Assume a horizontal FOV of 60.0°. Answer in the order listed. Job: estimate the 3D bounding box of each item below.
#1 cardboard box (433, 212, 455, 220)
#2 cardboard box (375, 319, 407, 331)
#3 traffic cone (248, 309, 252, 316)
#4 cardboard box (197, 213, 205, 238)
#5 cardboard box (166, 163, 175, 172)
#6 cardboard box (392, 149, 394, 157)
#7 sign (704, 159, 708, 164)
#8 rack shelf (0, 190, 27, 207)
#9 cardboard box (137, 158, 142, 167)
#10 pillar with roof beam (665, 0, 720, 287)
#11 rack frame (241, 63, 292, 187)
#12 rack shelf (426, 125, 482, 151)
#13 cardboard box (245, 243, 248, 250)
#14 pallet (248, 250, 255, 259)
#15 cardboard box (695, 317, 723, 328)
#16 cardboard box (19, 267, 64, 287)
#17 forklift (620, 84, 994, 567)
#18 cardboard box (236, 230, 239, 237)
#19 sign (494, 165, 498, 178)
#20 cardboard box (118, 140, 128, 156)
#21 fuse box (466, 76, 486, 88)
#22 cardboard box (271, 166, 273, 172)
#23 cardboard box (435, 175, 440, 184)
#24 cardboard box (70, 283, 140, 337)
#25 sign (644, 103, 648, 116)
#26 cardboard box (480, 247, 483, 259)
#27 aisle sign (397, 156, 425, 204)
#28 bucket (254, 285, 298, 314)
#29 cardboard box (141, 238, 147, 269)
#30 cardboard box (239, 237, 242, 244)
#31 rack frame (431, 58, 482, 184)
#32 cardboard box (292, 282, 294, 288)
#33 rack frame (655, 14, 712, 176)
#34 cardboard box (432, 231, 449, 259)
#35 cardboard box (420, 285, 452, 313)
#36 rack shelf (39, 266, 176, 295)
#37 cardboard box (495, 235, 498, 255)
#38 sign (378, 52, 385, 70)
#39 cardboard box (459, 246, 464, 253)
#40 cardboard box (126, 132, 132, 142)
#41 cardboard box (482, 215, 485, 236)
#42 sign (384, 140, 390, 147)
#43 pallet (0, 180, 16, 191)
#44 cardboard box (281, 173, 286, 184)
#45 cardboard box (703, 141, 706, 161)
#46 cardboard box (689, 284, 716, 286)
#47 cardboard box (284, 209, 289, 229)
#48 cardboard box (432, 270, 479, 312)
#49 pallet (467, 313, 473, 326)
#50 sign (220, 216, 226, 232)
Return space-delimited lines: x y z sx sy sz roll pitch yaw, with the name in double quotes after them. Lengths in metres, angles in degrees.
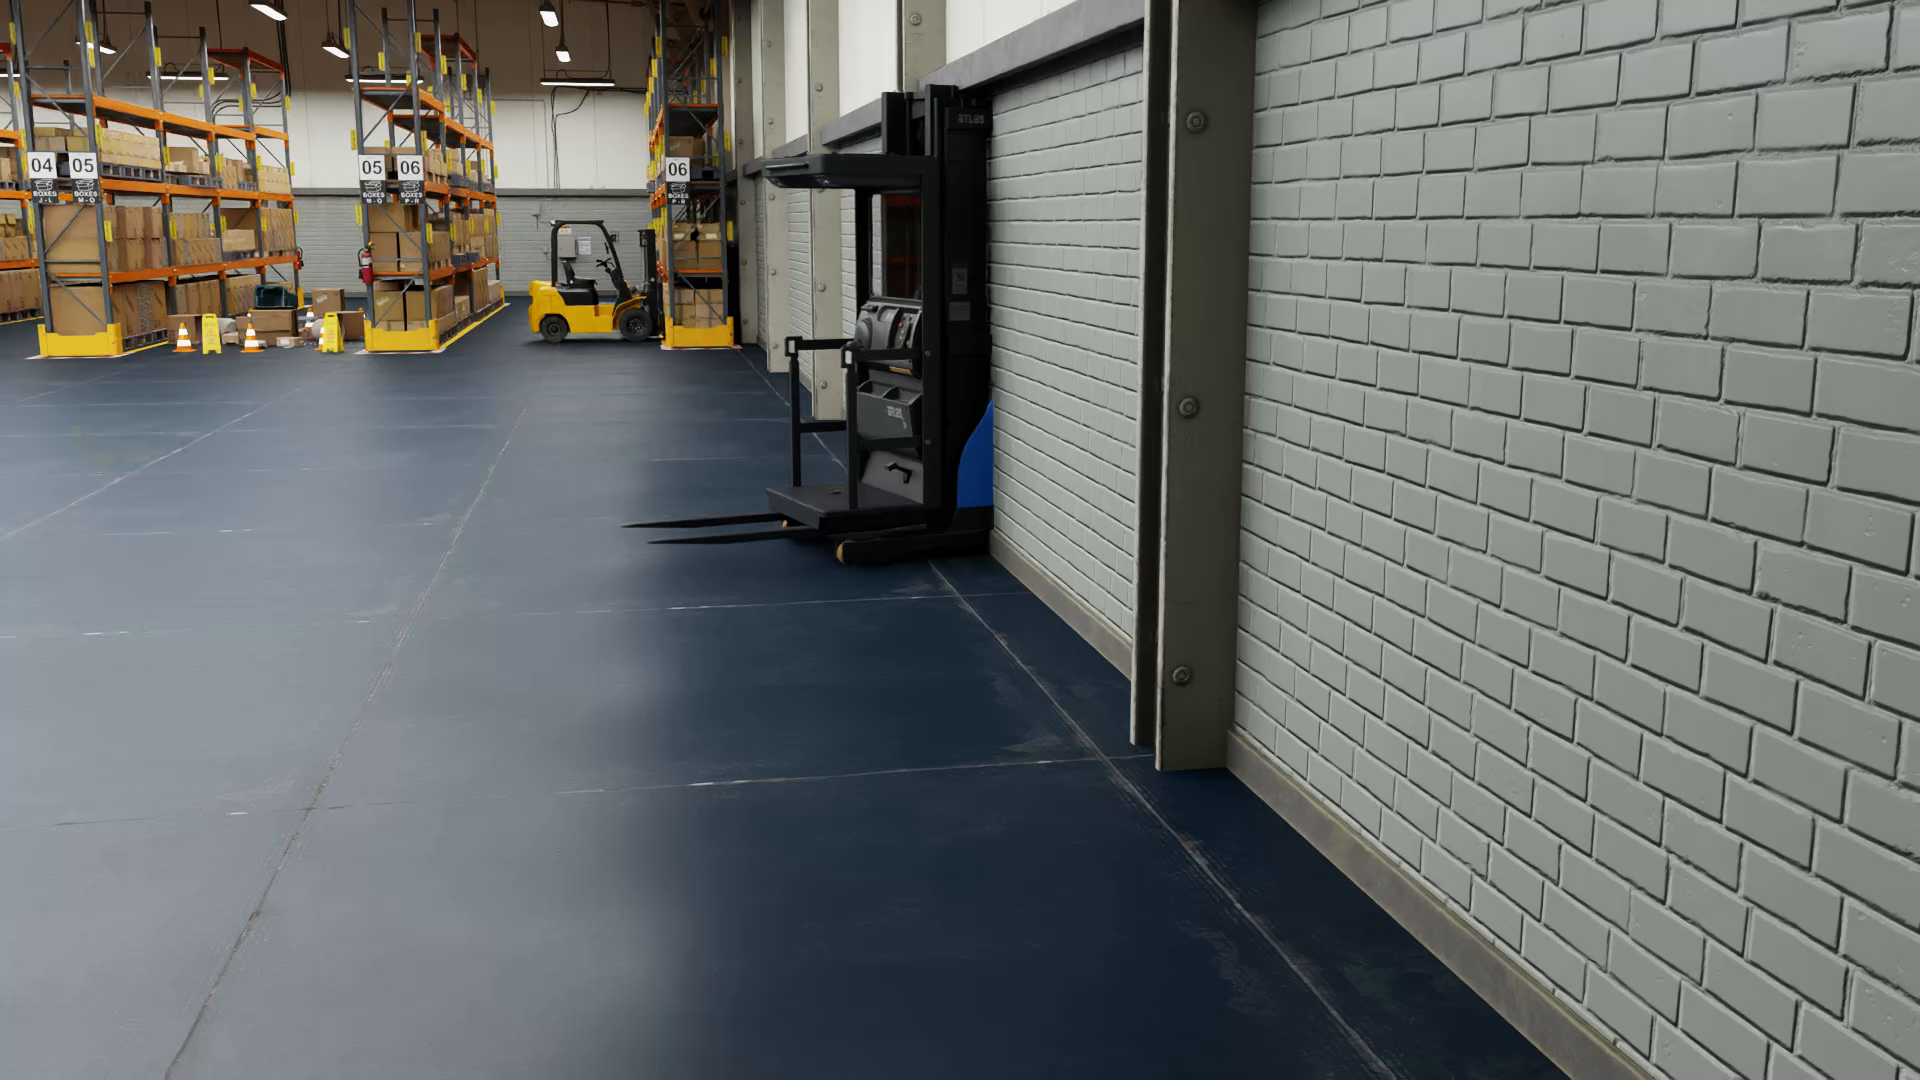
-9.919 -6.229 31.978 0.380 0.149 0.250 -2 11 -11 "cardboard box"
-9.822 -3.674 28.708 0.500 0.250 0.500 -2 11 -11 "cardboard box"
-13.790 -4.265 32.369 0.336 0.463 0.334 -2 11 -11 "traffic cone"
-15.611 -6.309 33.381 0.700 0.500 0.500 -2 11 -12 "cardboard box"
-14.968 -7.015 31.292 0.250 0.149 0.380 -2 11 -11 "cardboard box"
-9.830 -6.612 28.430 0.380 0.149 0.250 -2 11 -11 "cardboard box"
-5.538 -8.109 36.162 0.100 0.325 0.005 -2 11 -11 "sign"
-21.062 -7.269 35.269 1.077 0.370 4.000 -2 11 -11 "rack shelf"
-14.376 -6.528 28.728 0.380 0.149 0.250 -2 11 -12 "cardboard box"
-10.336 -10.009 39.715 9.100 9.000 0.548 -2 11 -11 "pillar with roof beam"
-17.344 -10.359 41.553 1.000 3.000 0.127 -2 11 -11 "rack frame"
-11.341 -8.907 36.919 1.077 0.370 4.000 -2 11 -11 "rack shelf"
-16.148 -6.556 37.167 0.380 0.149 0.250 -3 11 -14 "cardboard box"
-16.560 -6.438 37.513 1.003 0.211 1.213 -2 11 -11 "pallet"
-4.432 -3.810 29.420 0.500 0.250 0.500 -2 11 -11 "cardboard box"
-21.676 -5.968 39.087 0.875 0.875 0.875 -2 11 -11 "cardboard box"
-0.644 -1.386 10.641 3.031 2.935 1.130 -5 12 -25 "forklift"
-15.990 -6.698 36.324 0.380 0.149 0.250 -2 11 -12 "cardboard box"
-11.973 -9.497 42.892 0.100 0.325 0.005 -2 11 -11 "sign"
-14.273 -6.562 27.843 0.500 0.250 0.500 -2 11 -11 "cardboard box"
-13.871 -13.148 47.652 0.513 0.334 0.176 -2 11 -11 "fuse box"
-16.657 -8.872 39.761 0.380 0.149 0.250 -2 11 -13 "cardboard box"
-9.627 -6.523 30.097 0.380 0.149 0.250 -2 11 -9 "cardboard box"
-14.602 -3.923 28.344 0.875 0.875 0.875 -2 11 -12 "cardboard box"
-8.172 -11.216 43.350 0.100 0.325 0.005 -2 11 -11 "sign"
-11.298 -6.636 38.442 0.500 0.250 0.500 -2 11 -12 "cardboard box"
-9.080 -5.953 27.496 0.394 0.787 0.004 -2 11 -11 "aisle sign"
-12.722 -4.408 31.024 0.726 0.611 0.620 2 1 9 "bucket"
-14.808 -5.014 29.115 0.875 0.550 0.550 -2 11 -11 "cardboard box"
-16.035 -6.600 36.601 0.380 0.149 0.250 -2 11 -11 "cardboard box"
-11.730 -9.824 38.742 1.000 3.000 0.127 -2 11 -11 "rack frame"
-16.992 -6.422 41.824 0.380 0.149 0.250 -2 11 -10 "cardboard box"
-5.306 -8.538 31.985 1.000 3.000 0.127 -2 11 -11 "rack frame"
-9.737 -5.438 30.681 0.500 0.500 0.500 -2 11 -9 "cardboard box"
-9.695 -4.441 30.733 0.500 0.500 0.500 -2 11 -10 "cardboard box"
-14.621 -4.491 28.691 1.077 0.370 4.000 -2 11 -11 "rack shelf"
-12.155 -7.580 42.734 0.500 0.500 0.500 -2 11 -11 "cardboard box"
-10.717 -8.872 30.819 0.100 0.325 0.005 -2 11 -11 "sign"
-10.198 -5.845 33.432 0.380 0.149 0.250 -2 11 -9 "cardboard box"
-14.281 -6.827 28.170 0.380 0.149 0.250 -2 11 -10 "cardboard box"
-11.397 -7.344 38.818 0.500 0.500 0.500 -2 11 -9 "cardboard box"
-10.718 -7.309 31.119 0.100 0.325 0.005 -2 11 -11 "sign"
-21.224 -7.729 36.273 0.805 0.209 1.217 -3 11 -13 "pallet"
-16.904 -8.888 40.913 0.500 0.250 0.500 -2 11 -13 "cardboard box"
-5.031 -7.009 30.310 0.797 0.503 0.637 -2 11 -9 "cardboard box"
-4.822 -4.668 31.258 0.500 0.250 0.500 -2 11 -11 "cardboard box"
-16.912 -7.930 41.102 0.500 0.500 0.500 -3 11 -13 "cardboard box"
-11.005 -5.435 36.289 0.875 0.875 0.875 -2 11 -12 "cardboard box"
-10.802 -4.630 34.956 1.003 0.211 1.213 -2 11 -11 "pallet"
-15.244 -6.534 34.406 0.100 0.325 0.005 -2 11 -11 "sign"
